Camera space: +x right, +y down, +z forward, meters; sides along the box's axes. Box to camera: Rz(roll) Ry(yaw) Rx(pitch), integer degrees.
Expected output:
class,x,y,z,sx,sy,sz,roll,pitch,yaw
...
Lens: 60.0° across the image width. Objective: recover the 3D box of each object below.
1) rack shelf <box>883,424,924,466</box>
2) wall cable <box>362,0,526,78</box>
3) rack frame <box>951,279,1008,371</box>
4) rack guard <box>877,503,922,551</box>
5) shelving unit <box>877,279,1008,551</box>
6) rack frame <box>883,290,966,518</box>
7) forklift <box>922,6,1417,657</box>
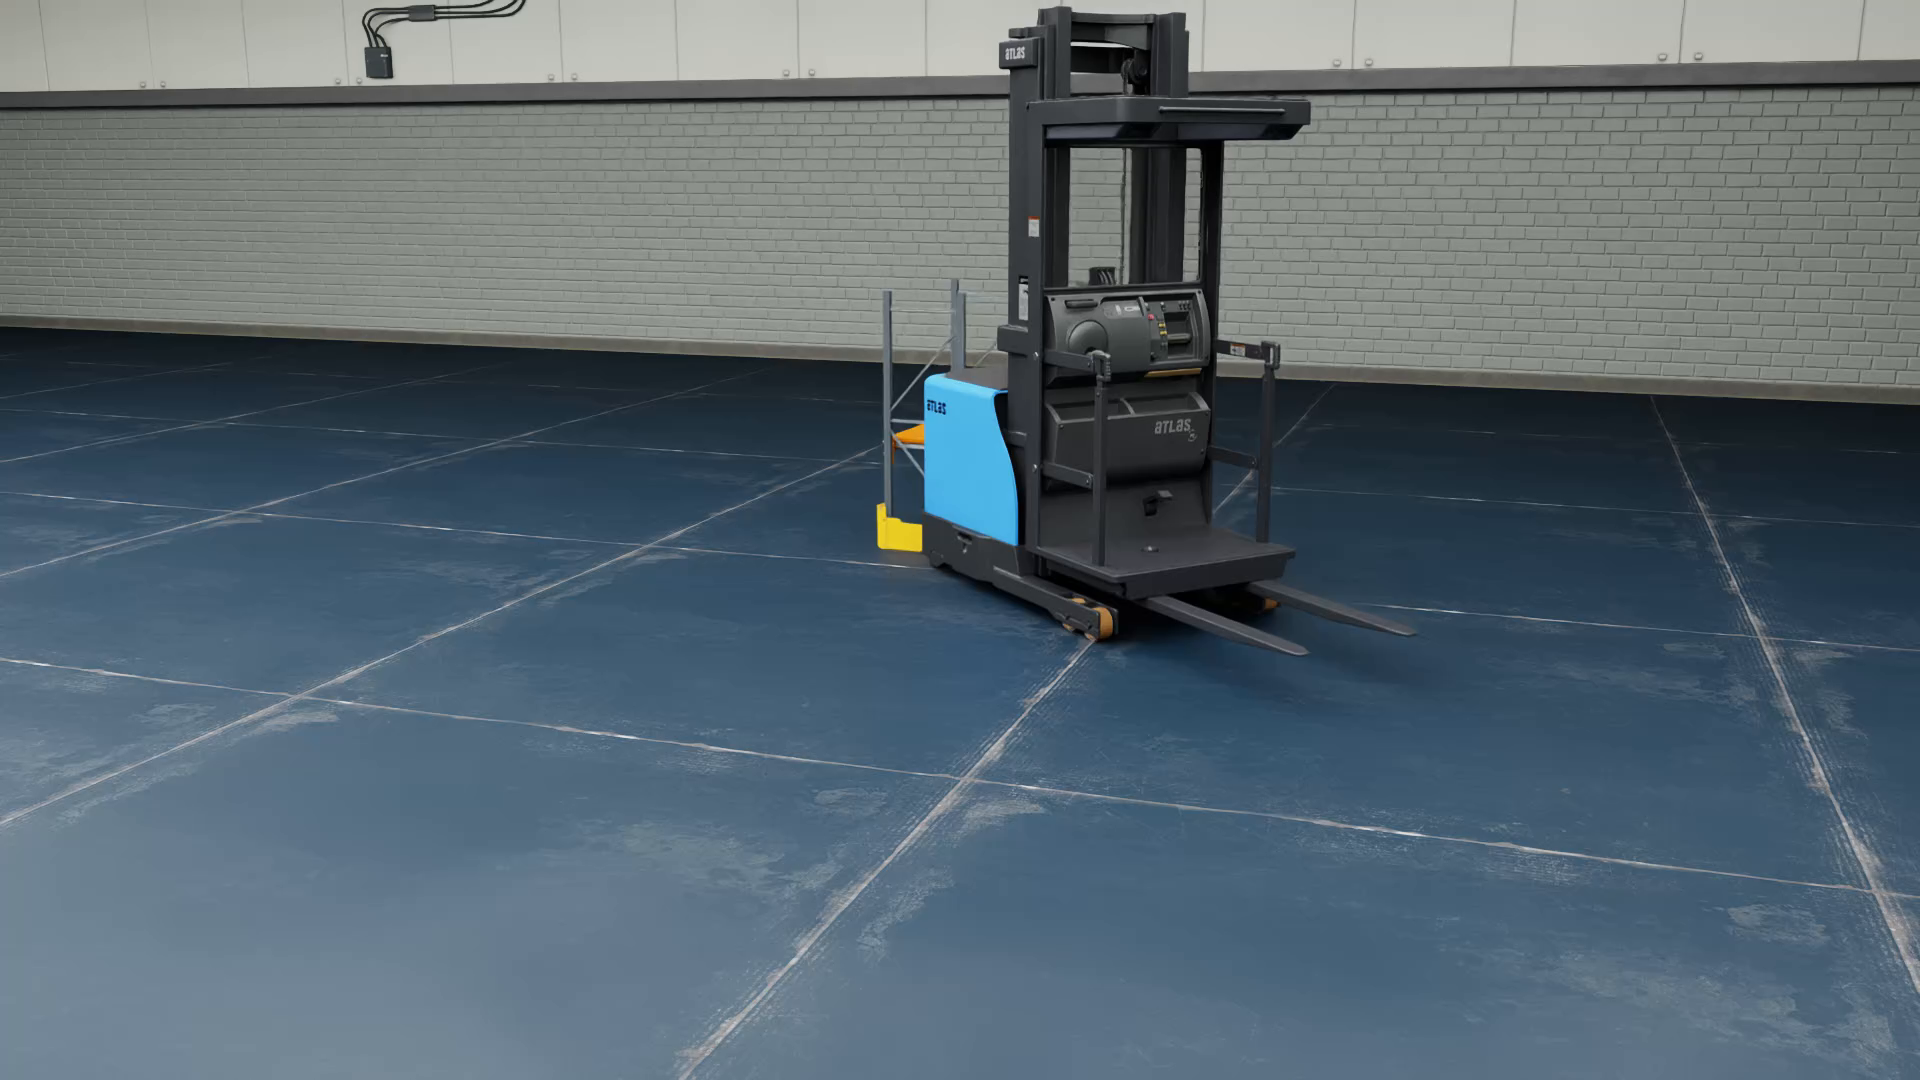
class,x,y,z,sx,sy,sz,roll,pitch,yaw
rack shelf,-0.012,-0.601,10.061,0.538,0.185,1.000,5,14,22
wall cable,-6.060,-8.432,19.066,2.305,6.003,0.169,4,14,18
rack frame,0.180,-0.882,10.480,0.500,1.500,0.032,5,14,22
rack guard,-0.204,-0.063,9.702,0.587,0.250,0.087,5,14,22
shelving unit,-0.016,-0.775,10.013,0.587,1.500,1.083,5,14,22
rack frame,-0.204,-0.672,9.562,0.500,1.500,0.032,5,14,22
forklift,0.950,-1.064,8.061,1.130,2.935,3.031,-7,15,-29
